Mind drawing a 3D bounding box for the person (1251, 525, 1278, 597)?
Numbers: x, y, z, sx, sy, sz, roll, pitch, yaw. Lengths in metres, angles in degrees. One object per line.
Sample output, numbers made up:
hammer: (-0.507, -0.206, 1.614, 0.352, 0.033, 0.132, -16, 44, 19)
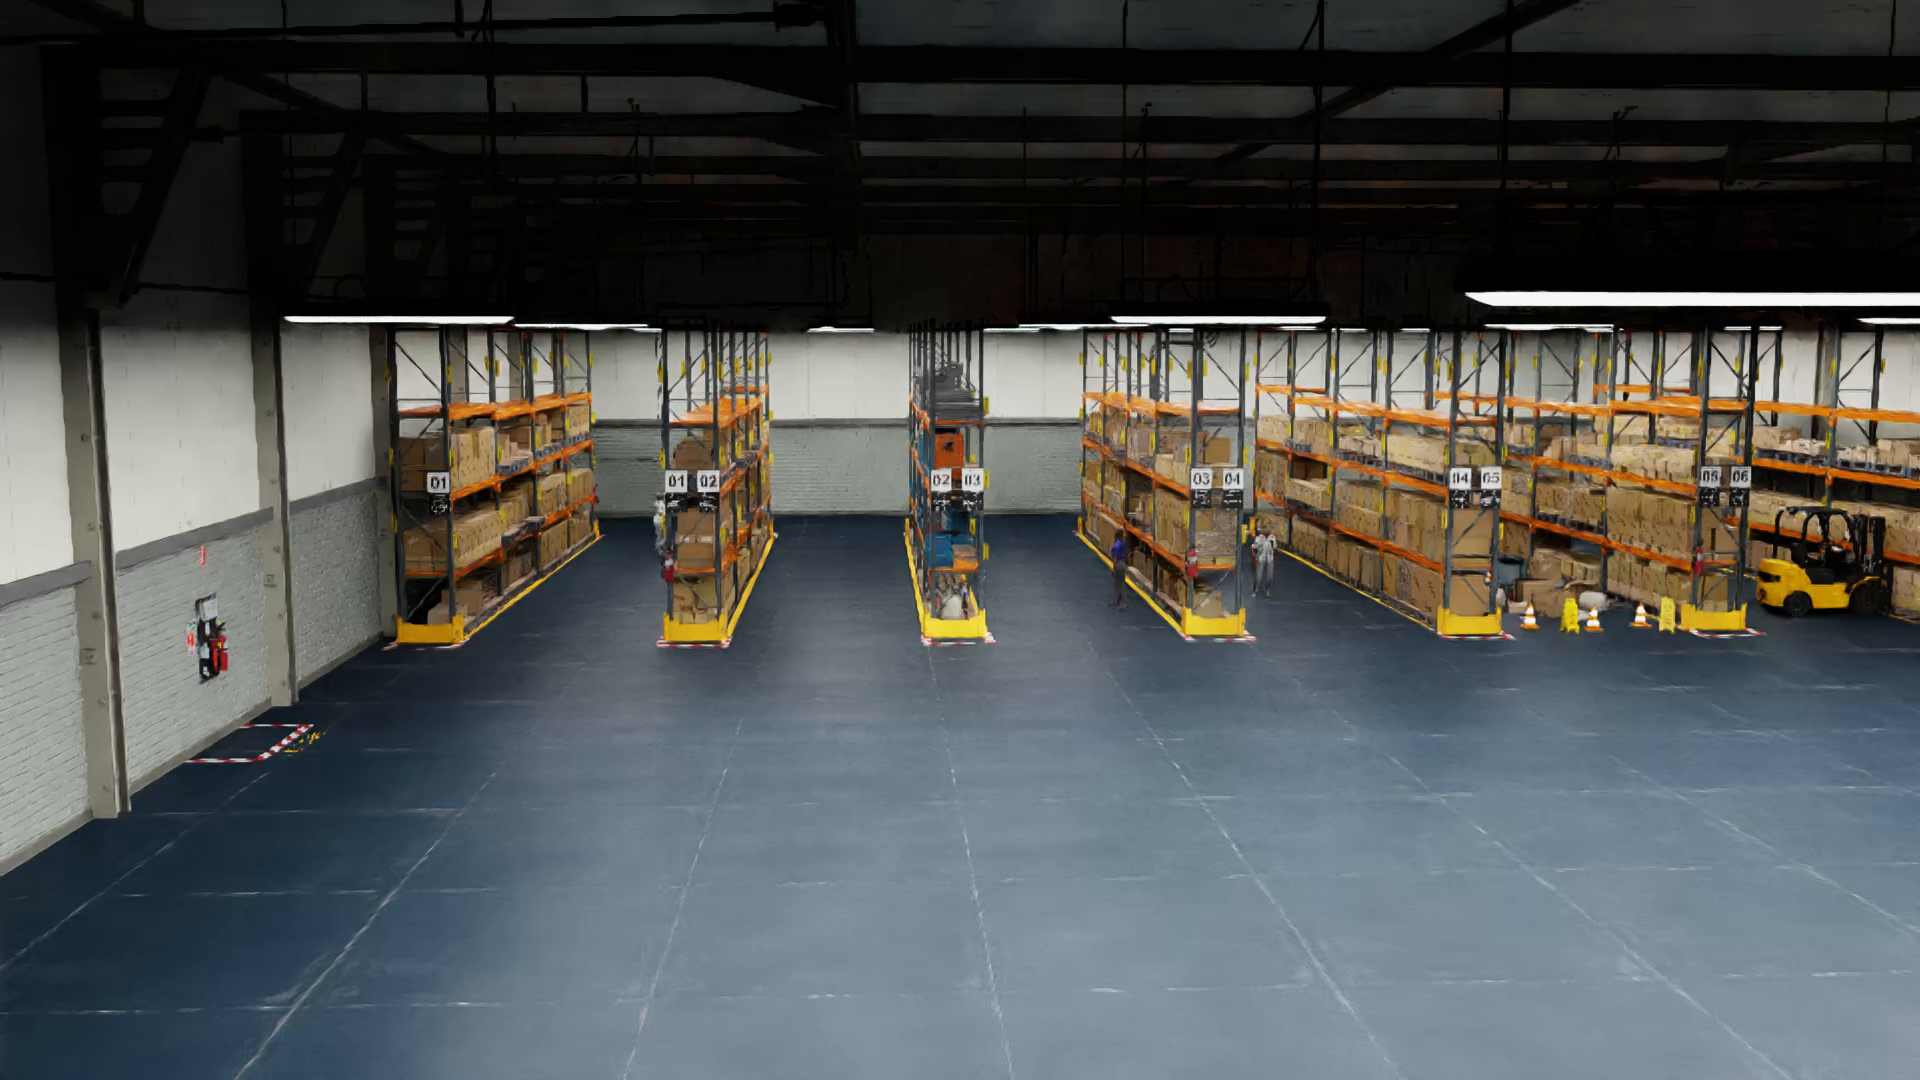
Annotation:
person: (6.637, 0.450, 36.272, 0.592, 1.625, 0.532, -1, 7, -5)

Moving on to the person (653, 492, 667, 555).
person: (-7.752, -0.423, 43.136, 0.412, 1.659, 0.538, -4, 8, -30)

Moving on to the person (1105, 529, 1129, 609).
person: (3.305, 0.593, 34.915, 0.549, 1.631, 0.587, 2, 7, 18)
